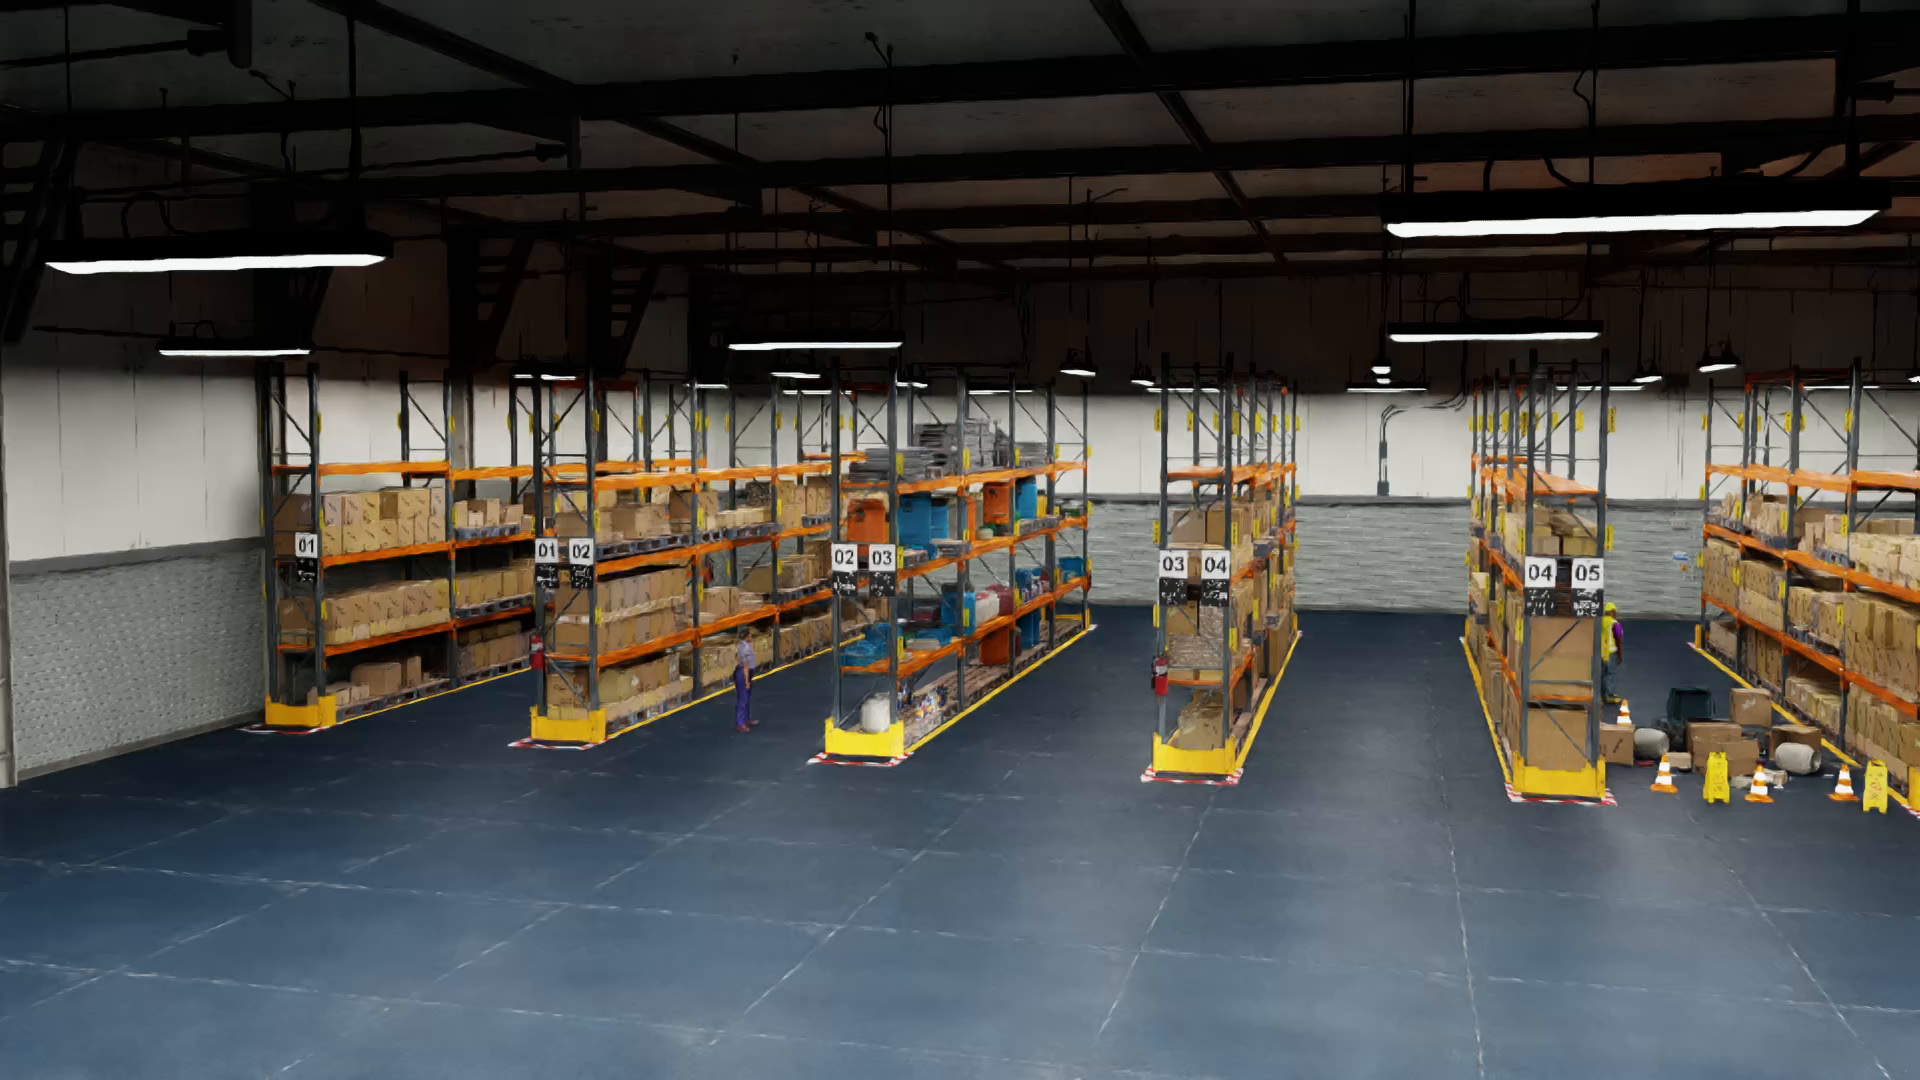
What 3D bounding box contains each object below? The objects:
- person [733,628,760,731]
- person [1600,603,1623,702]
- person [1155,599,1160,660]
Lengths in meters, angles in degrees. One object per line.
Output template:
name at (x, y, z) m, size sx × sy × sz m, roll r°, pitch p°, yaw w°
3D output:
person at (-3.477, 2.256, 27.165) m, size 0.445 × 1.658 × 0.579 m, roll -1°, pitch 4°, yaw -15°
person at (11.709, 2.000, 29.888) m, size 0.452 × 1.768 × 0.632 m, roll -1°, pitch 4°, yaw -17°
person at (4.375, 1.752, 34.895) m, size 0.625 × 1.611 × 0.582 m, roll 1°, pitch 4°, yaw 12°
